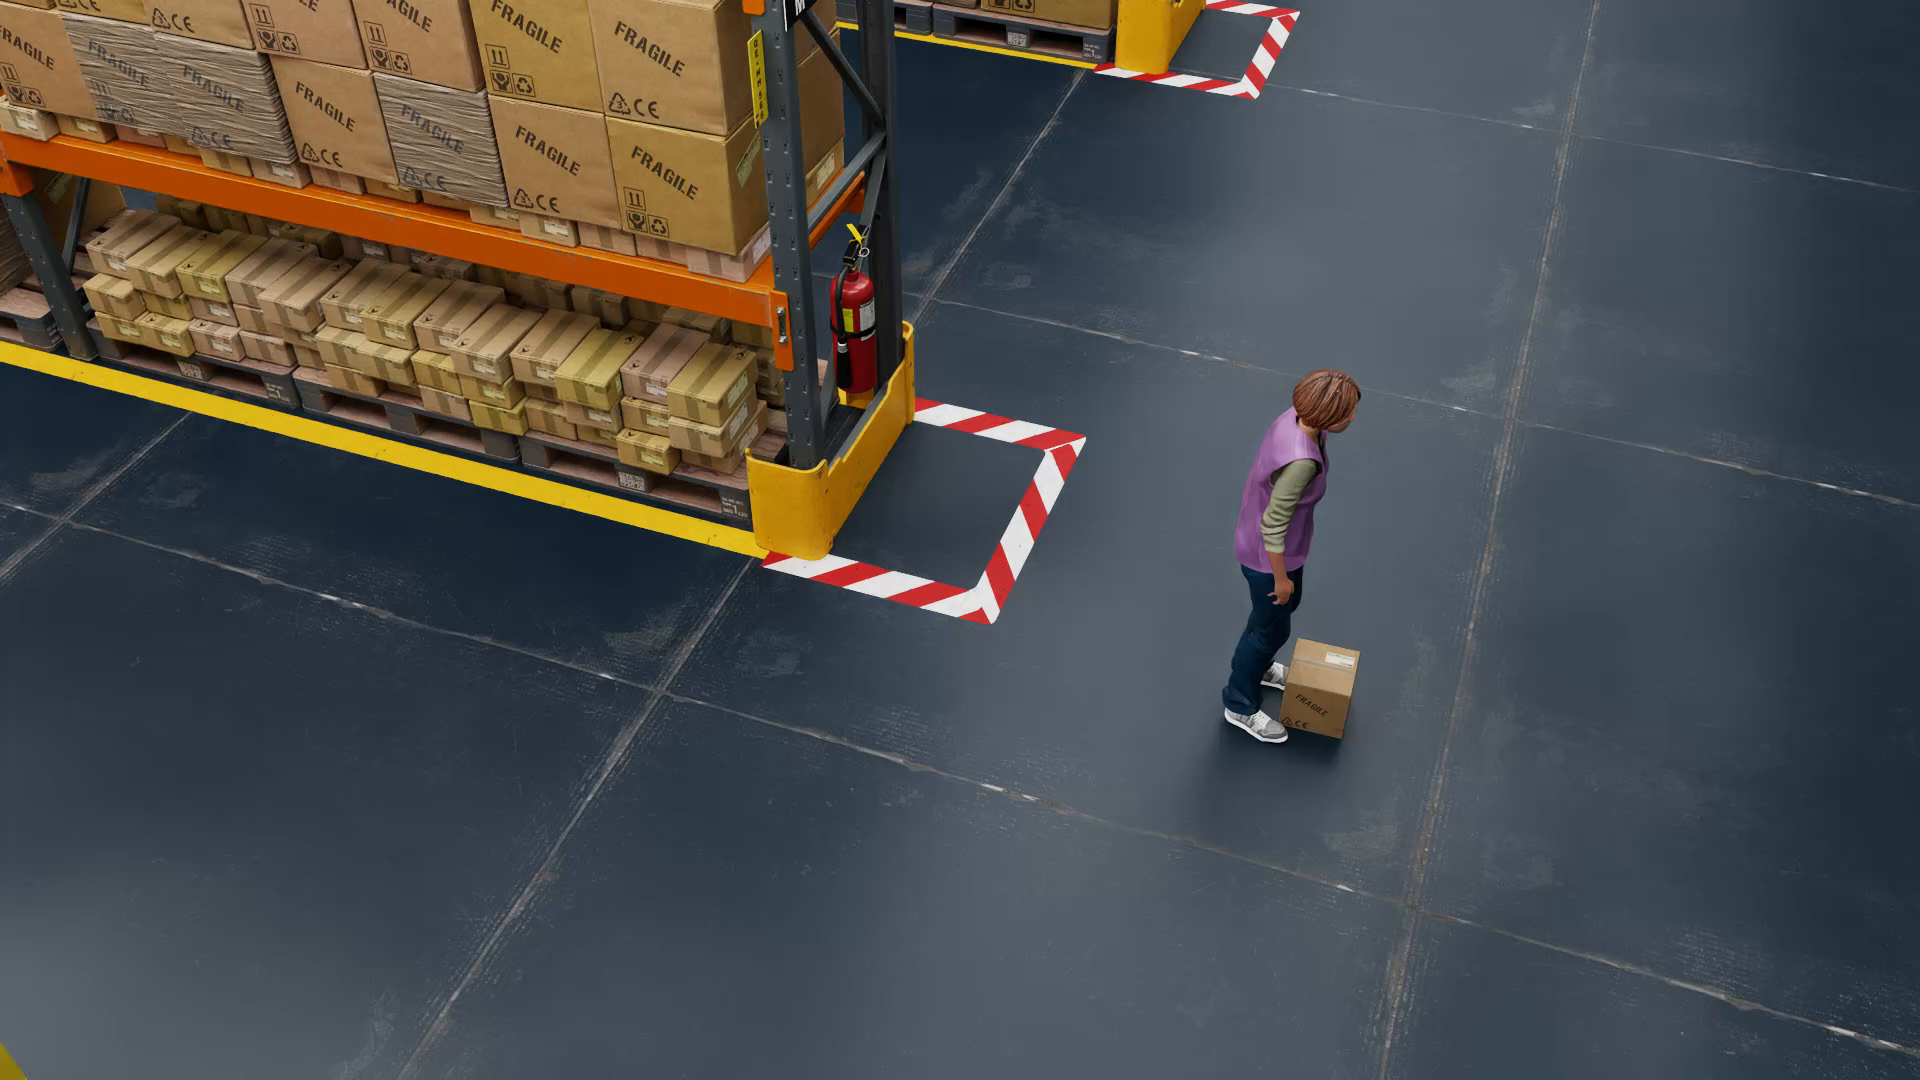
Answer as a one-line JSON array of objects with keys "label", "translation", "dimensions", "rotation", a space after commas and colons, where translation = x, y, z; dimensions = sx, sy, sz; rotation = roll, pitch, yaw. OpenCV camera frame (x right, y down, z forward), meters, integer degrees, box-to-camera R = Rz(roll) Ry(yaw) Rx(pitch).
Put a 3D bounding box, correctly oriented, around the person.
[{"label": "person", "translation": [1.184, 0.033, 6.132], "dimensions": [0.347, 1.592, 0.481], "rotation": [11, 43, 12]}]
